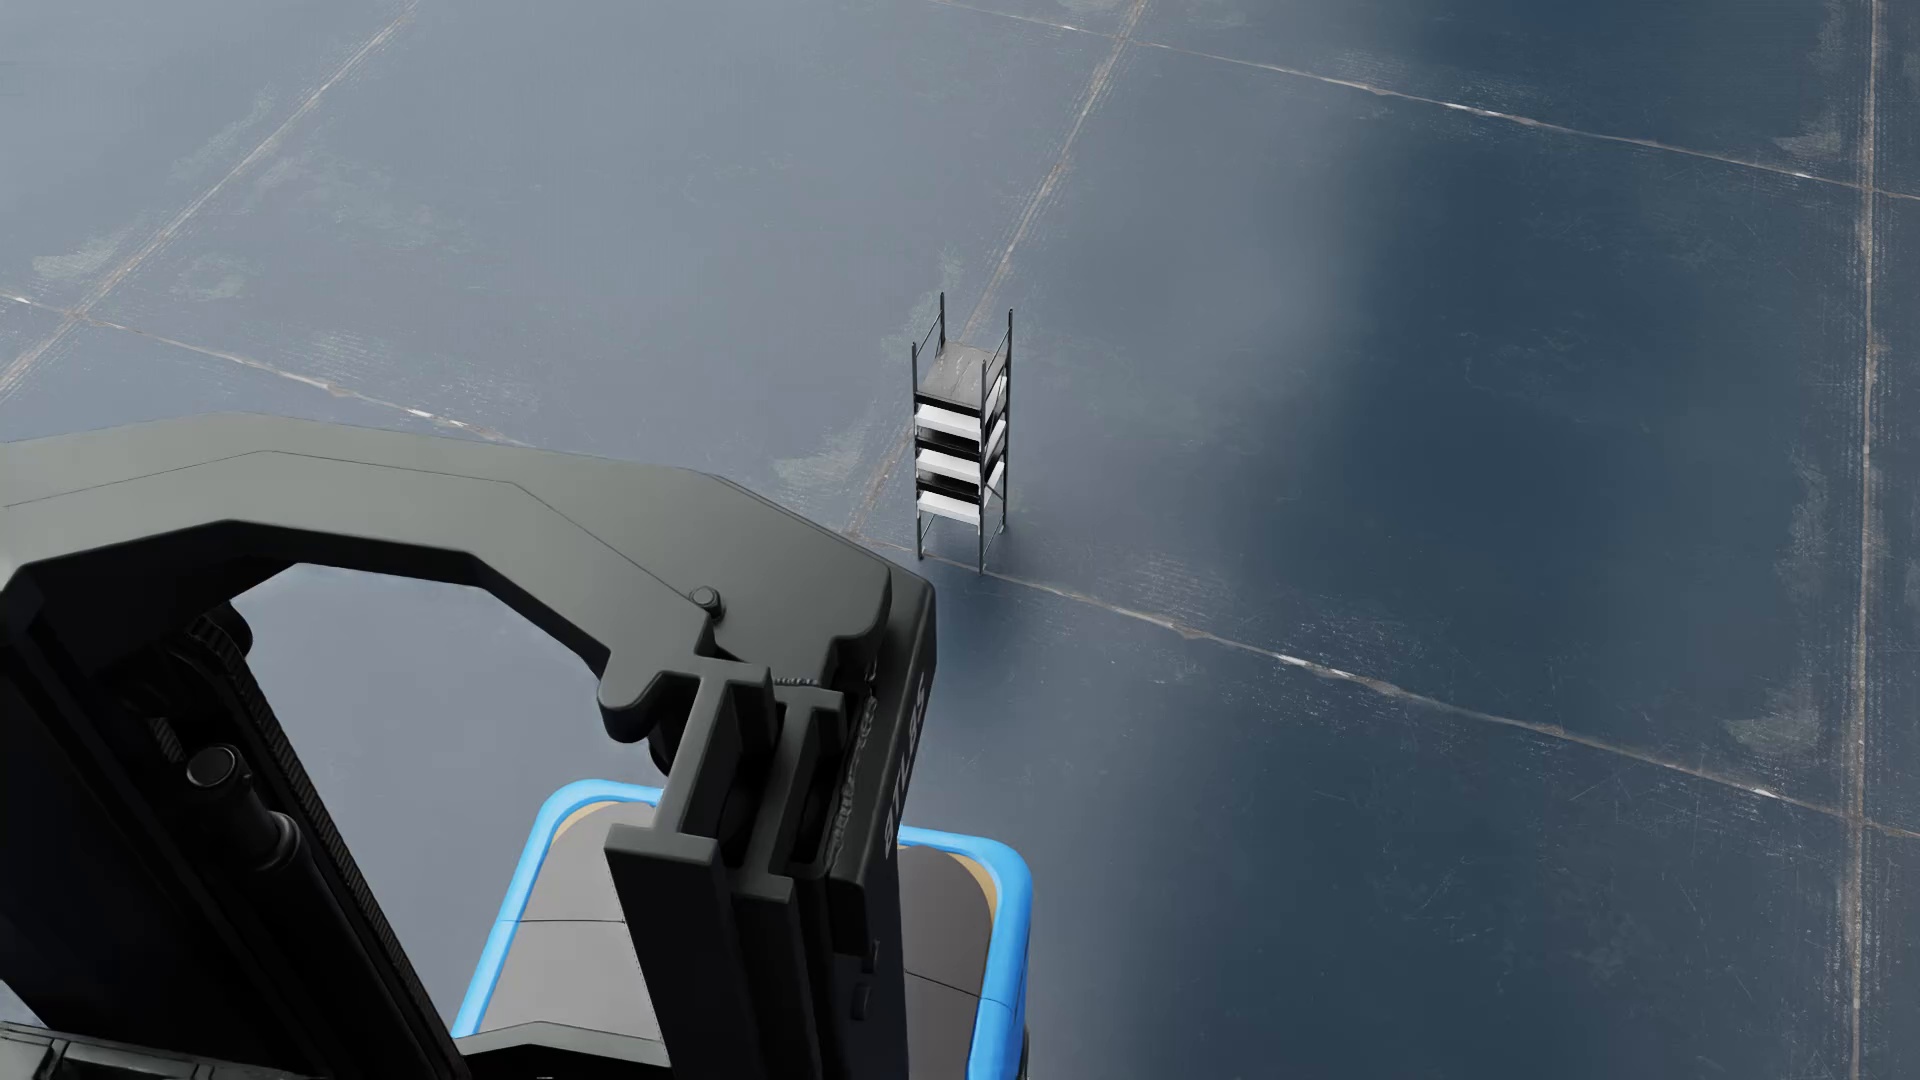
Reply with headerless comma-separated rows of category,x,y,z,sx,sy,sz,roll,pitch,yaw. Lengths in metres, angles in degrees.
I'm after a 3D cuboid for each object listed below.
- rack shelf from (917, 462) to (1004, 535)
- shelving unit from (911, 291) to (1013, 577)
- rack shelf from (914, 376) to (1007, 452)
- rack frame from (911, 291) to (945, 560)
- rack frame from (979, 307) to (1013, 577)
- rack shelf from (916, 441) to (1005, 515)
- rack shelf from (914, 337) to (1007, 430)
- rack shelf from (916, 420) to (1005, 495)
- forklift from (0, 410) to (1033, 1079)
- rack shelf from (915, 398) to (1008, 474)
rack shelf,0.008,-0.153,5.069,0.200,0.077,0.258,16,51,13
shelving unit,0.008,-0.293,4.908,0.210,0.900,0.258,16,51,13
rack shelf,0.008,-0.389,4.797,0.200,0.077,0.258,16,51,13
rack frame,-0.088,-0.319,4.931,0.006,0.900,0.240,16,51,13
rack frame,0.103,-0.266,4.885,0.006,0.900,0.240,16,51,13
rack shelf,0.008,-0.212,5.001,0.200,0.077,0.258,16,51,13
rack shelf,0.008,-0.448,4.729,0.200,0.077,0.258,16,51,13
rack shelf,0.008,-0.271,4.933,0.200,0.077,0.258,16,51,13
forklift,-0.603,1.387,2.108,1.130,2.935,3.031,8,50,6
rack shelf,0.008,-0.330,4.865,0.200,0.077,0.258,16,51,13
